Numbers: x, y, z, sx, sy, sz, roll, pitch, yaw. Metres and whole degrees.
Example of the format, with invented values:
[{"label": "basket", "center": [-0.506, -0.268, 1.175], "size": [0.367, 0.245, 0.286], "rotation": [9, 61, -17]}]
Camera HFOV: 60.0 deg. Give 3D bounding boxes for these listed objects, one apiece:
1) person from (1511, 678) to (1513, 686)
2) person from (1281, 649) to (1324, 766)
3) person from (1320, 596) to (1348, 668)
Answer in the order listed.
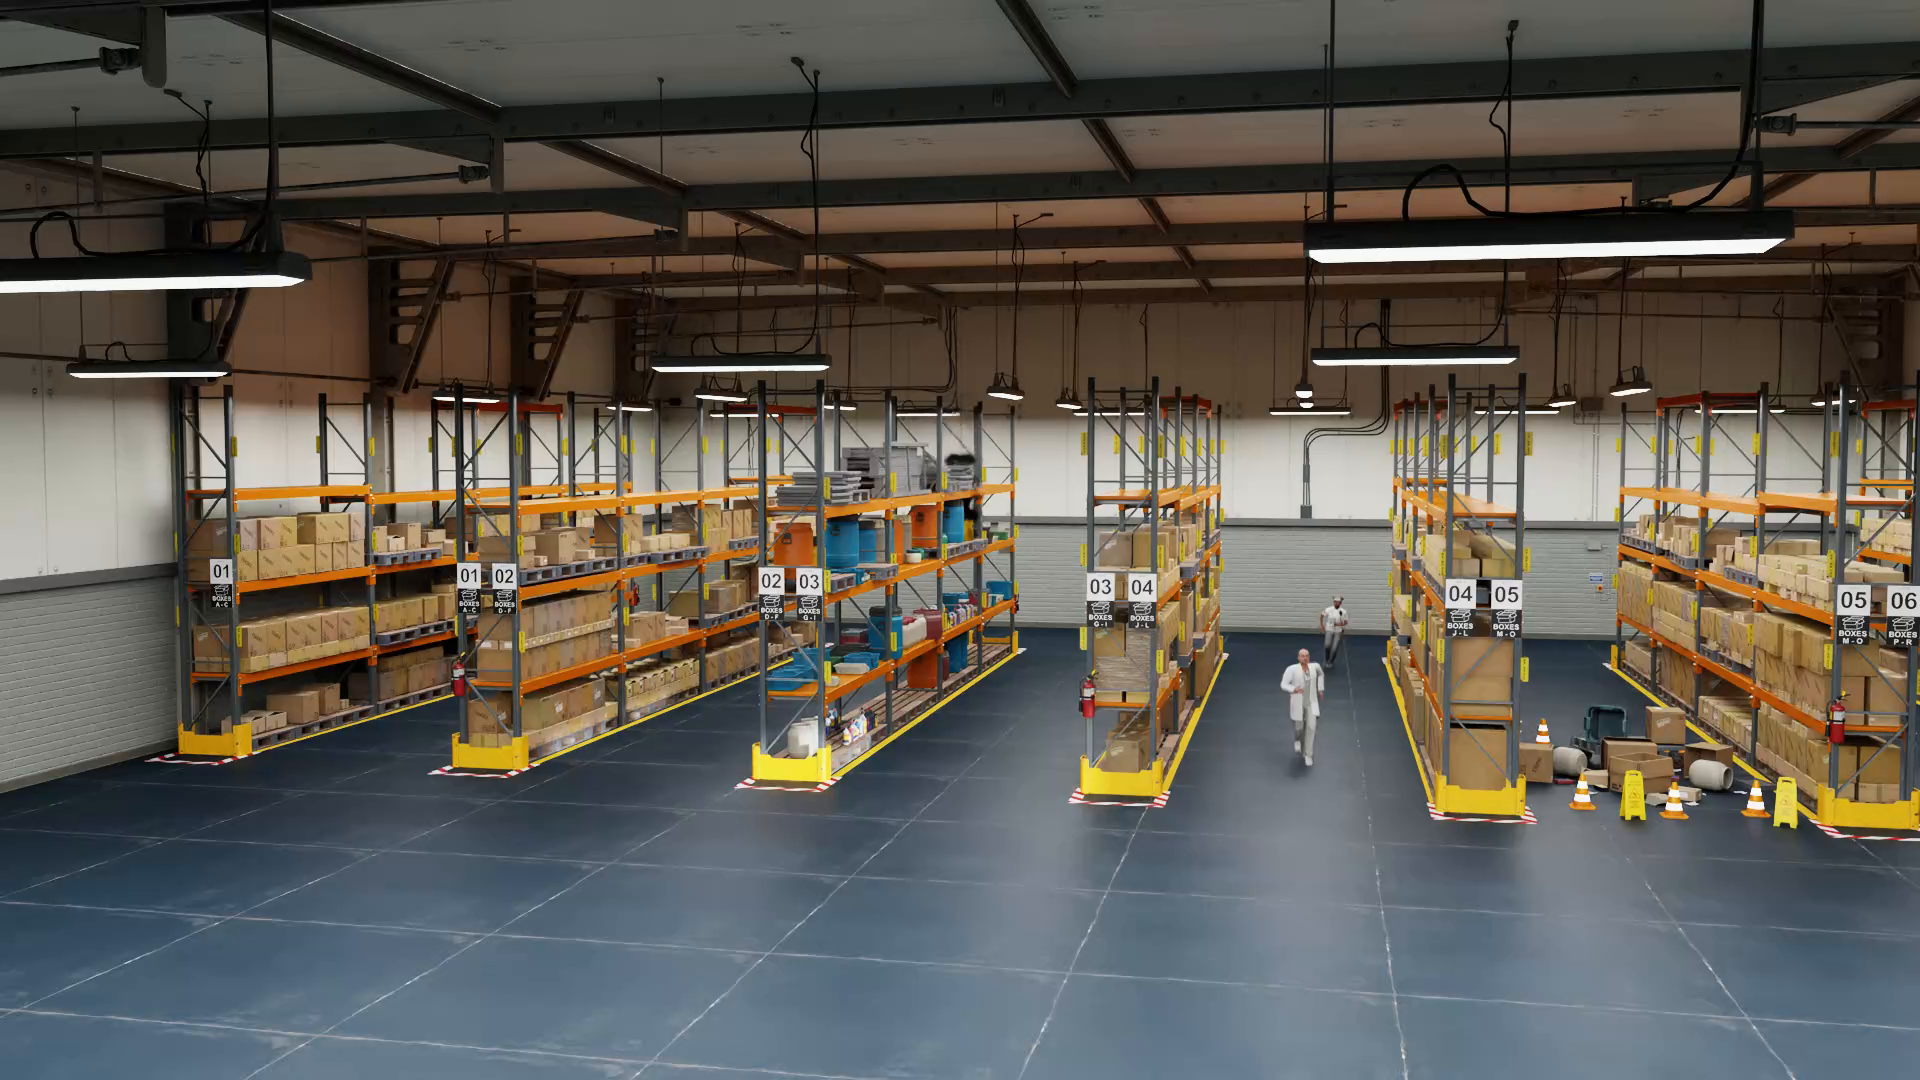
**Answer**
[{"label": "person", "center": [10.981, 2.344, 33.697], "size": [0.602, 1.605, 0.802], "rotation": [1, 3, 12]}, {"label": "person", "center": [5.476, 2.650, 26.522], "size": [0.742, 1.836, 0.956], "rotation": [0, 3, -2]}, {"label": "person", "center": [8.436, 2.073, 37.499], "size": [0.596, 1.657, 0.554], "rotation": [1, 3, 9]}]
